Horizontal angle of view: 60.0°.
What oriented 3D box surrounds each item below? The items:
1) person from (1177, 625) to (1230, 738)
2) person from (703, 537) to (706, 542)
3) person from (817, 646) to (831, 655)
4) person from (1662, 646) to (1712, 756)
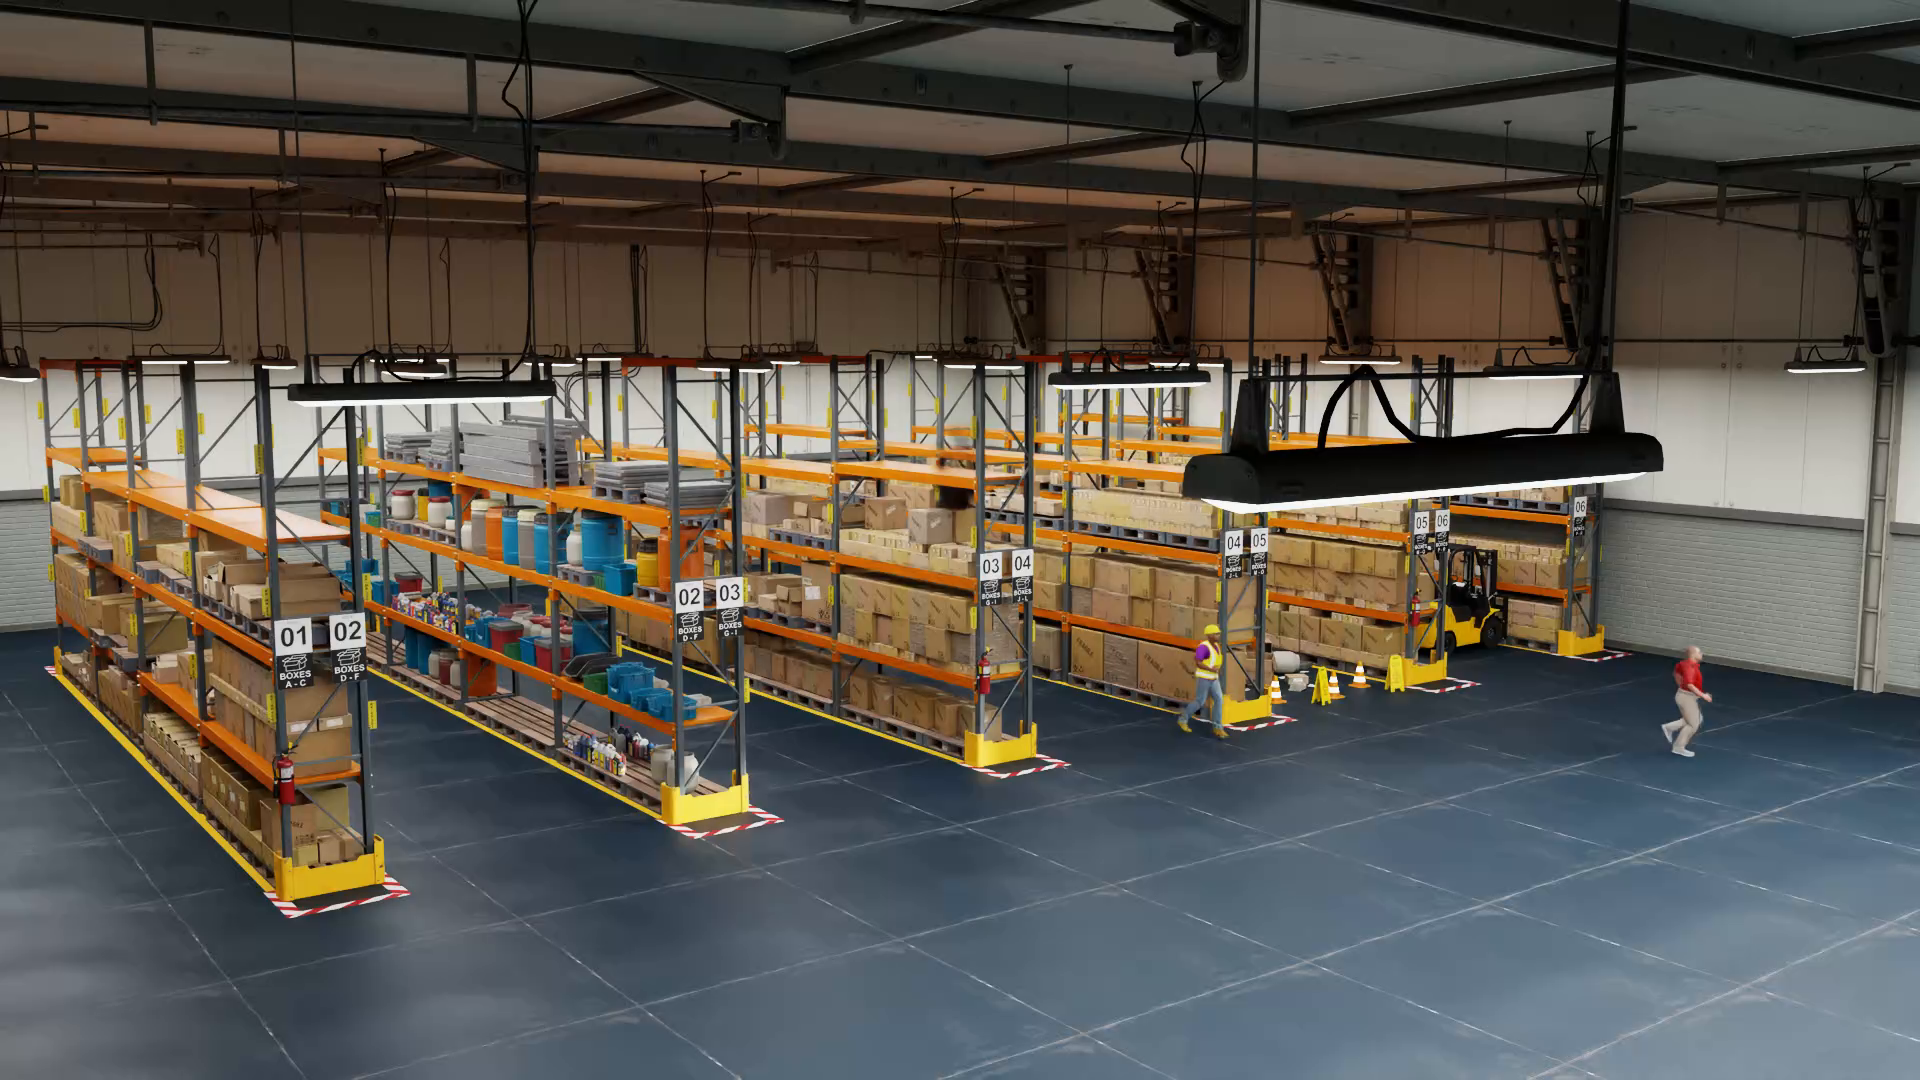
[{"bbox_3d":[3.989,2.256,26.759,0.854,1.802,0.750,5,8,36],"label":"person"},{"bbox_3d":[-6.324,0.702,40.221,0.671,1.622,0.568,0,7,4],"label":"person"},{"bbox_3d":[-2.575,1.579,32.610,0.581,1.664,0.877,-6,9,-42],"label":"person"},{"bbox_3d":[11.139,2.454,25.469,0.668,1.688,0.684,2,7,14],"label":"person"}]
